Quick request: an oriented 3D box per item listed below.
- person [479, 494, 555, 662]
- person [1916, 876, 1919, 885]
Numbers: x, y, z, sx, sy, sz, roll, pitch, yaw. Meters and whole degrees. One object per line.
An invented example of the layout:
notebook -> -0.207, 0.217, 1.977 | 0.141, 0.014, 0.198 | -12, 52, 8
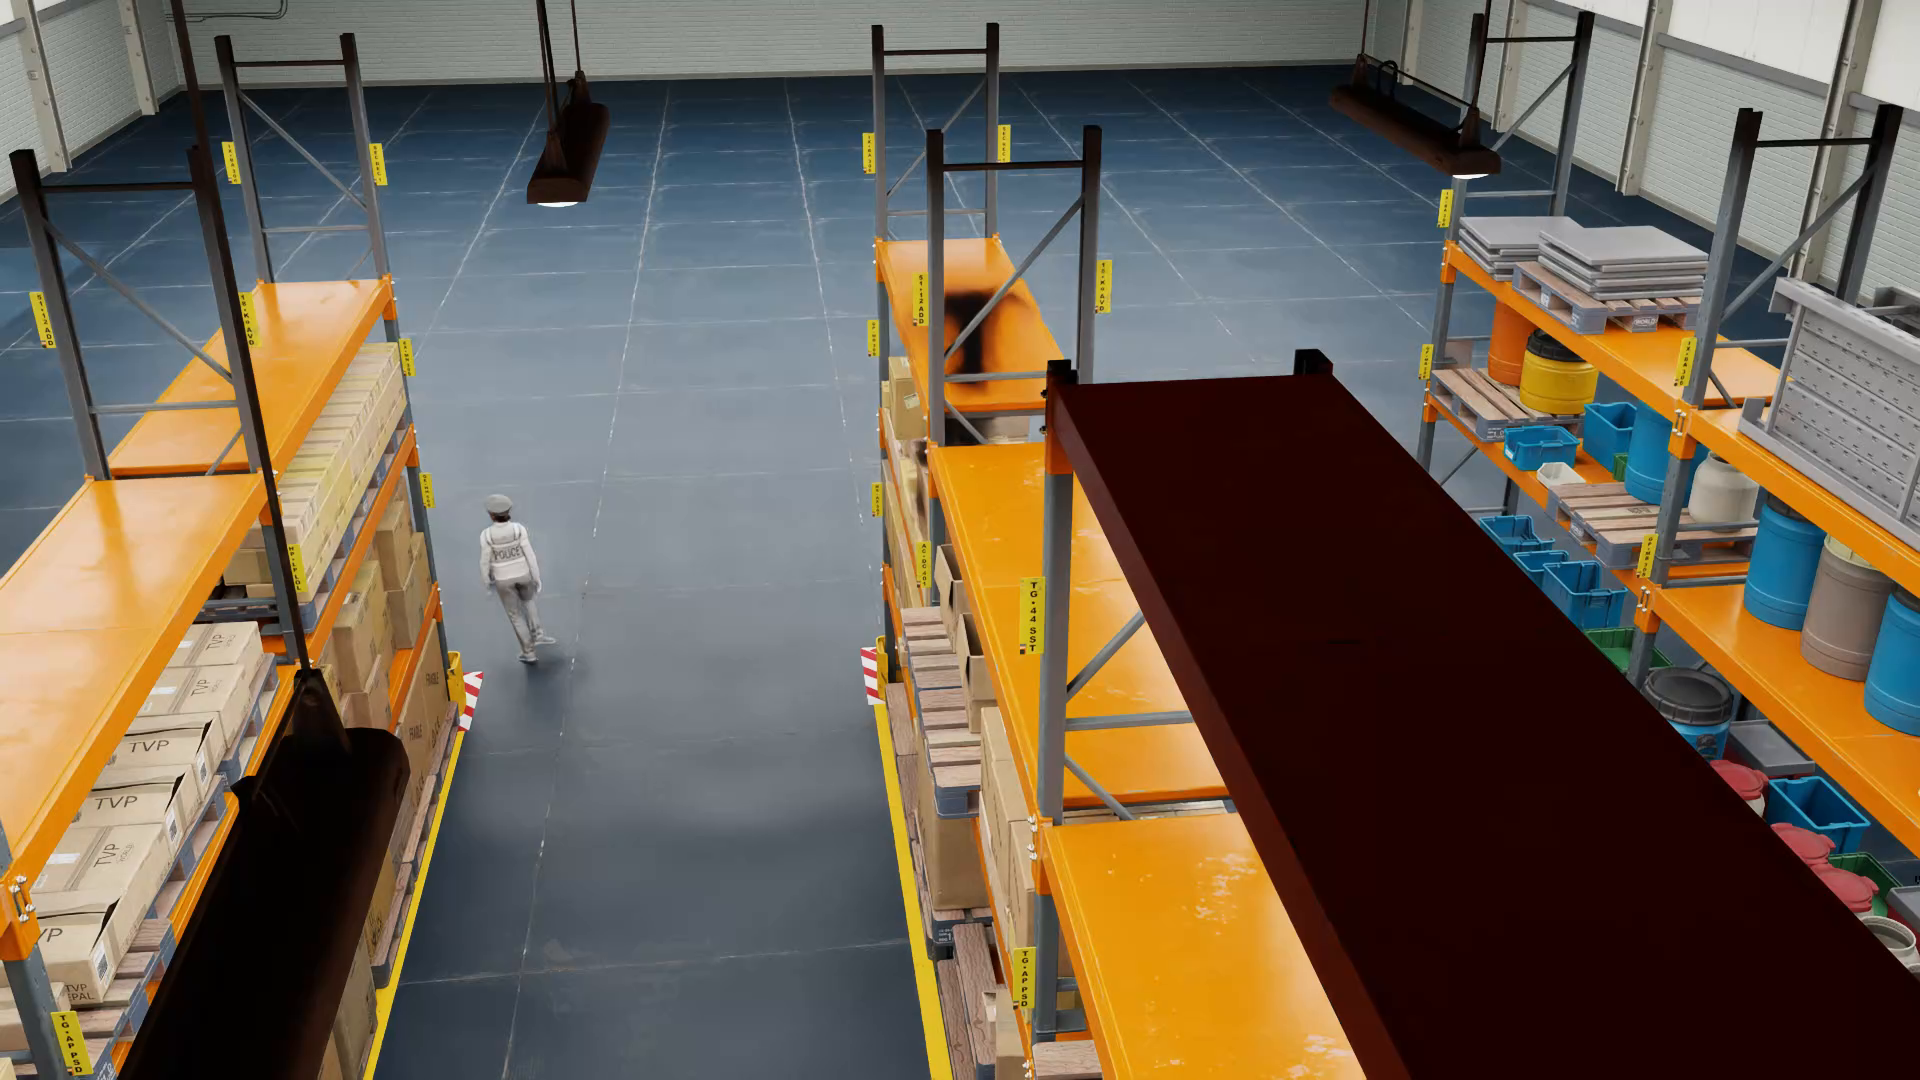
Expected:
person -> -4.226, 0.373, 15.783 | 0.595, 1.692, 0.456 | -15, 29, -29
person -> 7.489, 1.894, 12.792 | 0.645, 1.500, 0.861 | -14, 29, -27
